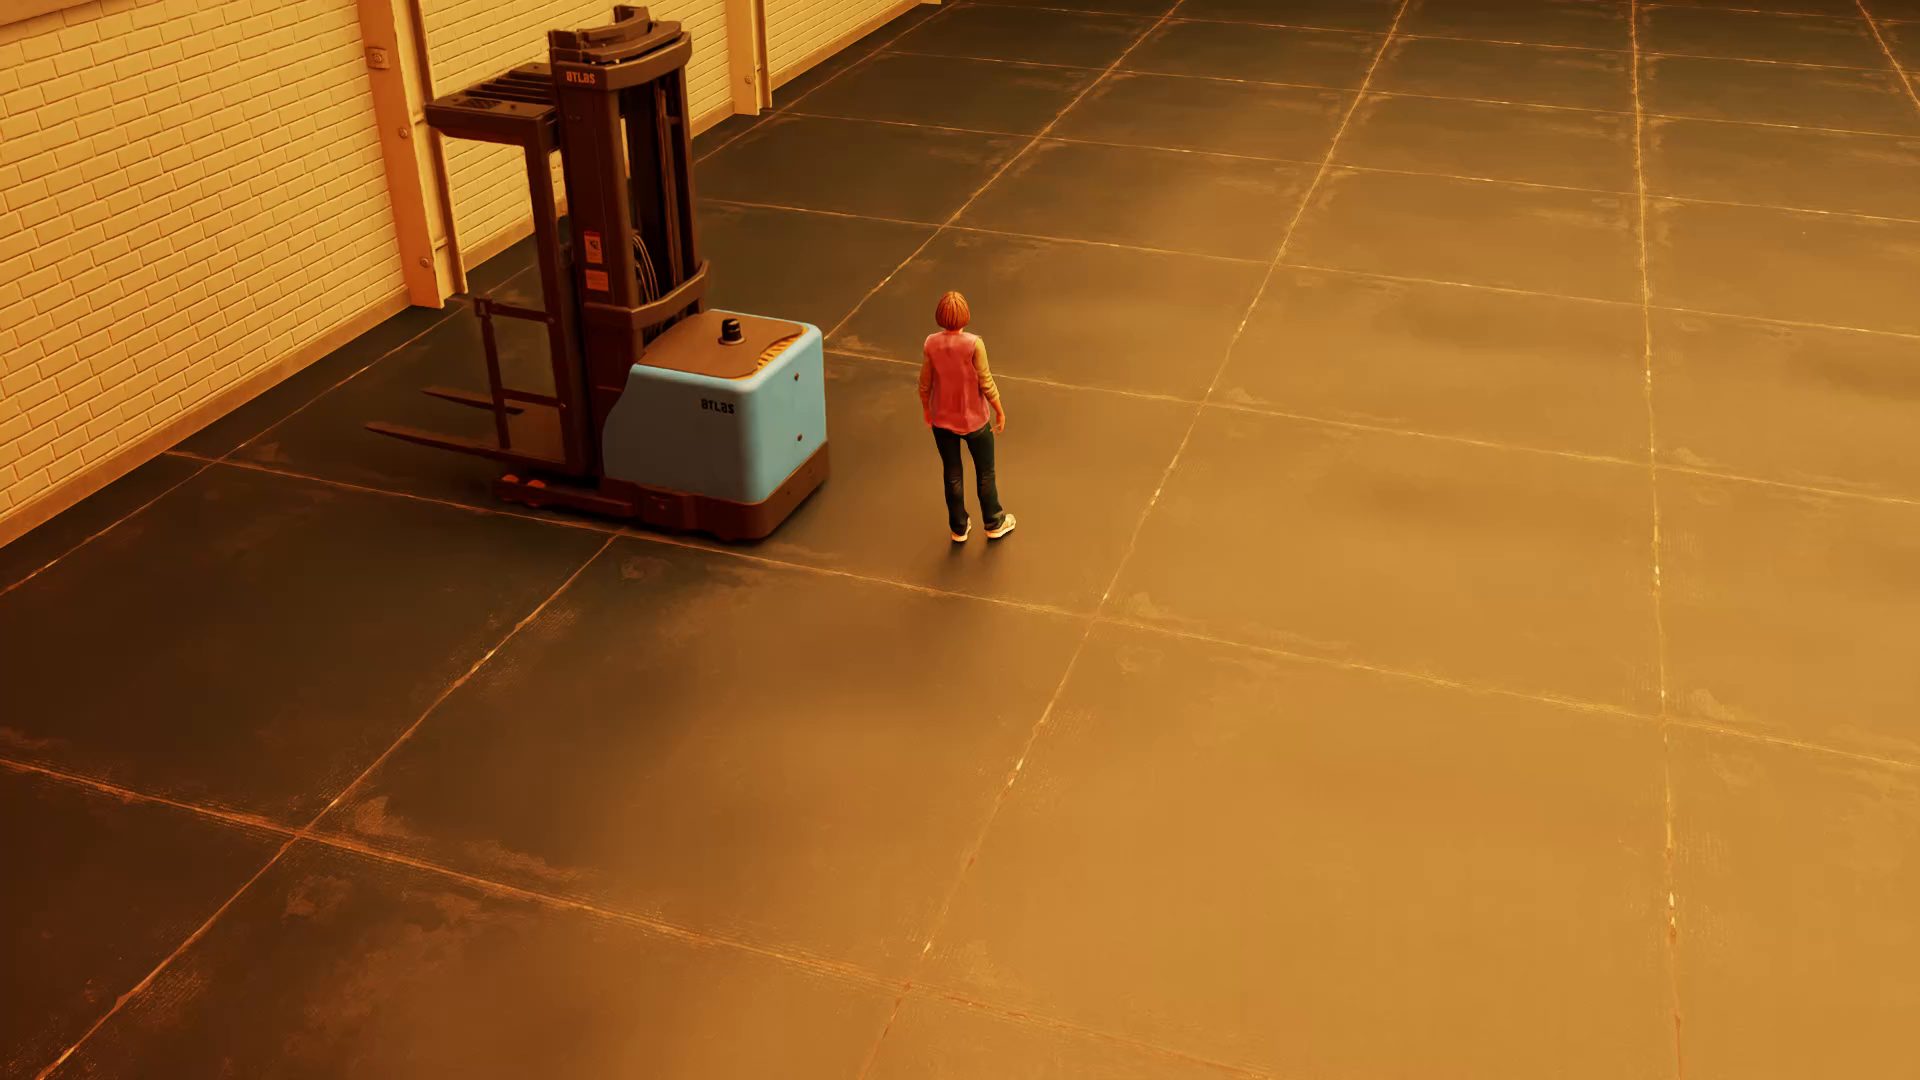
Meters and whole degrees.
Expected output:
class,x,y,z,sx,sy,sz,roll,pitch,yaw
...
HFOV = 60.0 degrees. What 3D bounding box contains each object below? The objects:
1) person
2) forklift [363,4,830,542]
class,x,y,z,sx,sy,sz,roll,pitch,yaw
person,0.038,-0.733,9.754,0.519,1.598,0.475,10,31,16
forklift,-2.407,-1.713,10.141,3.031,2.935,1.130,11,31,18
